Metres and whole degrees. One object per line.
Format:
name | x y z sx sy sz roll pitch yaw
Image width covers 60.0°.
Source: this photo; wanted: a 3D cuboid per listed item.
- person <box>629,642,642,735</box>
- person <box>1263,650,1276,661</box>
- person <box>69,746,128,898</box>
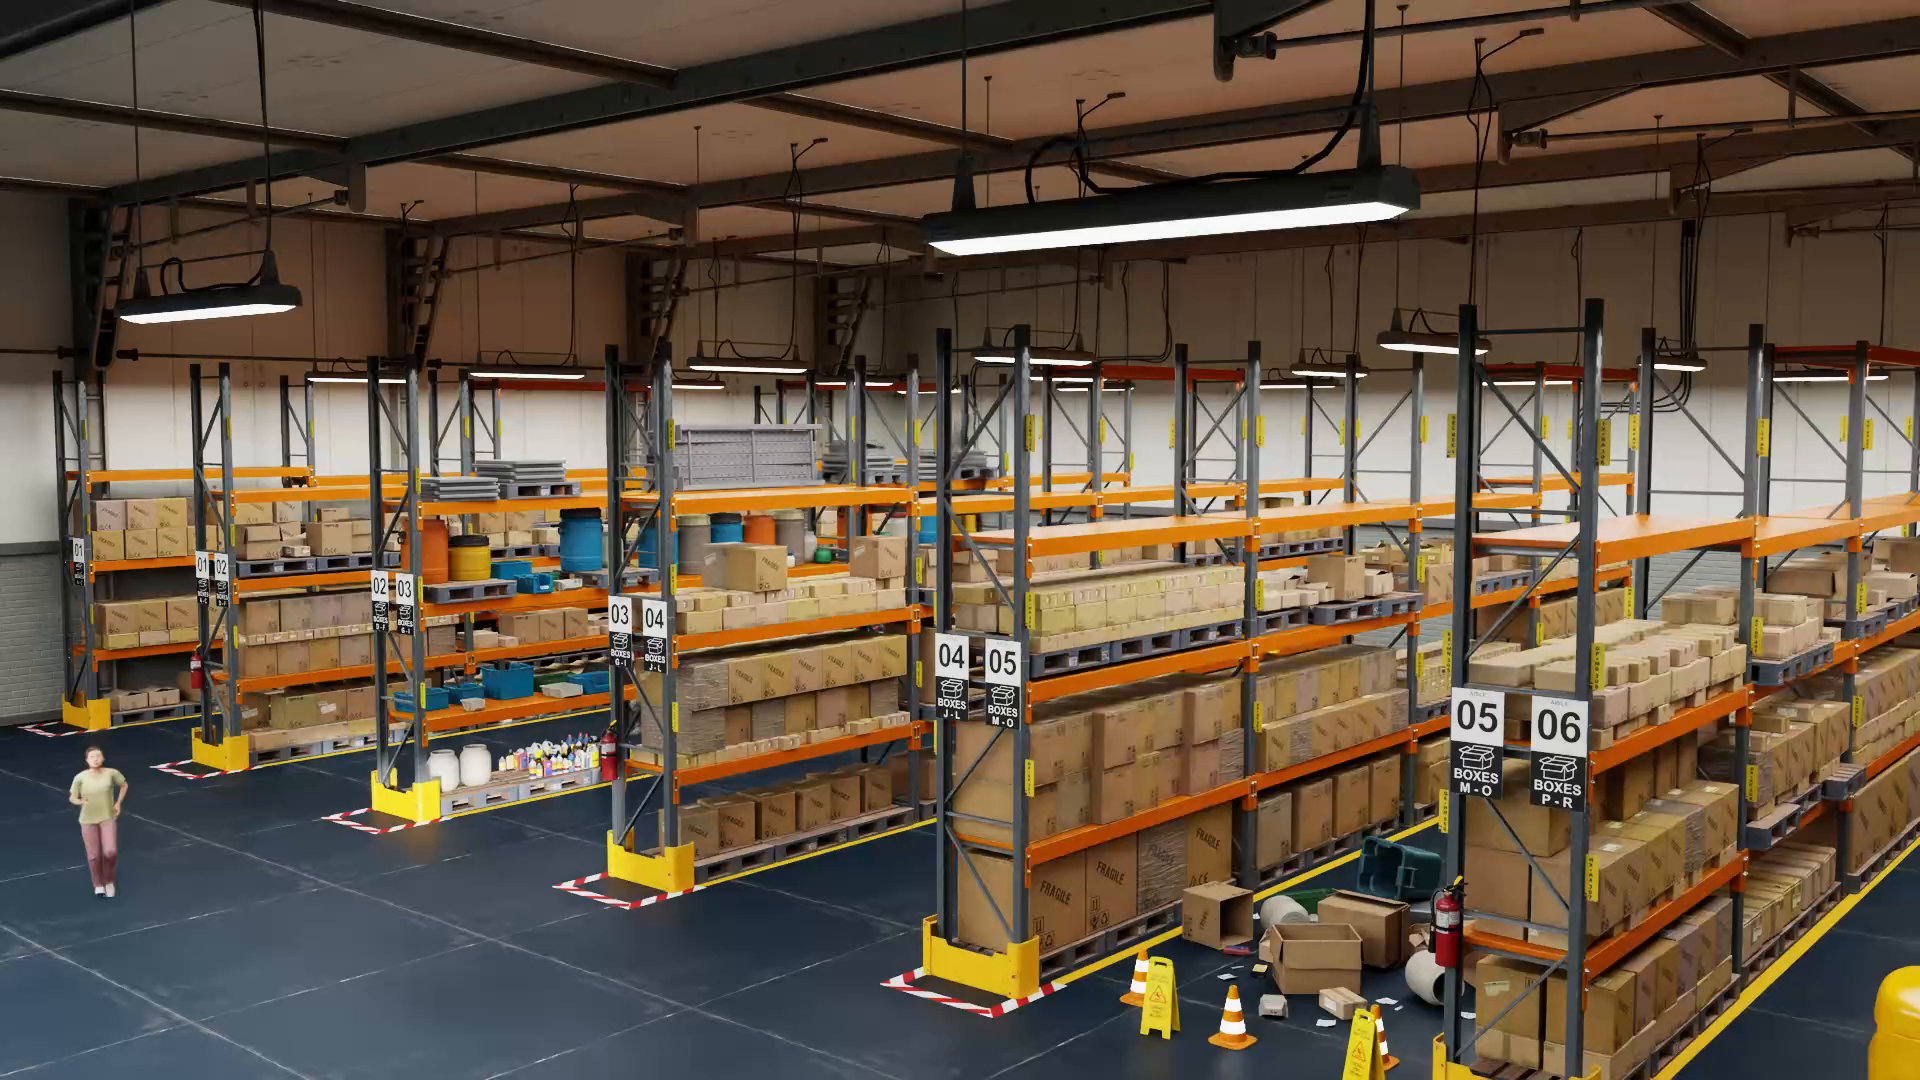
person | -5.393 2.325 27.181 0.675 1.733 0.597 2 5 29
person | 4.679 2.463 25.285 0.684 1.725 0.627 3 5 39
person | -9.265 3.044 17.902 0.562 1.656 0.595 -2 5 -26
